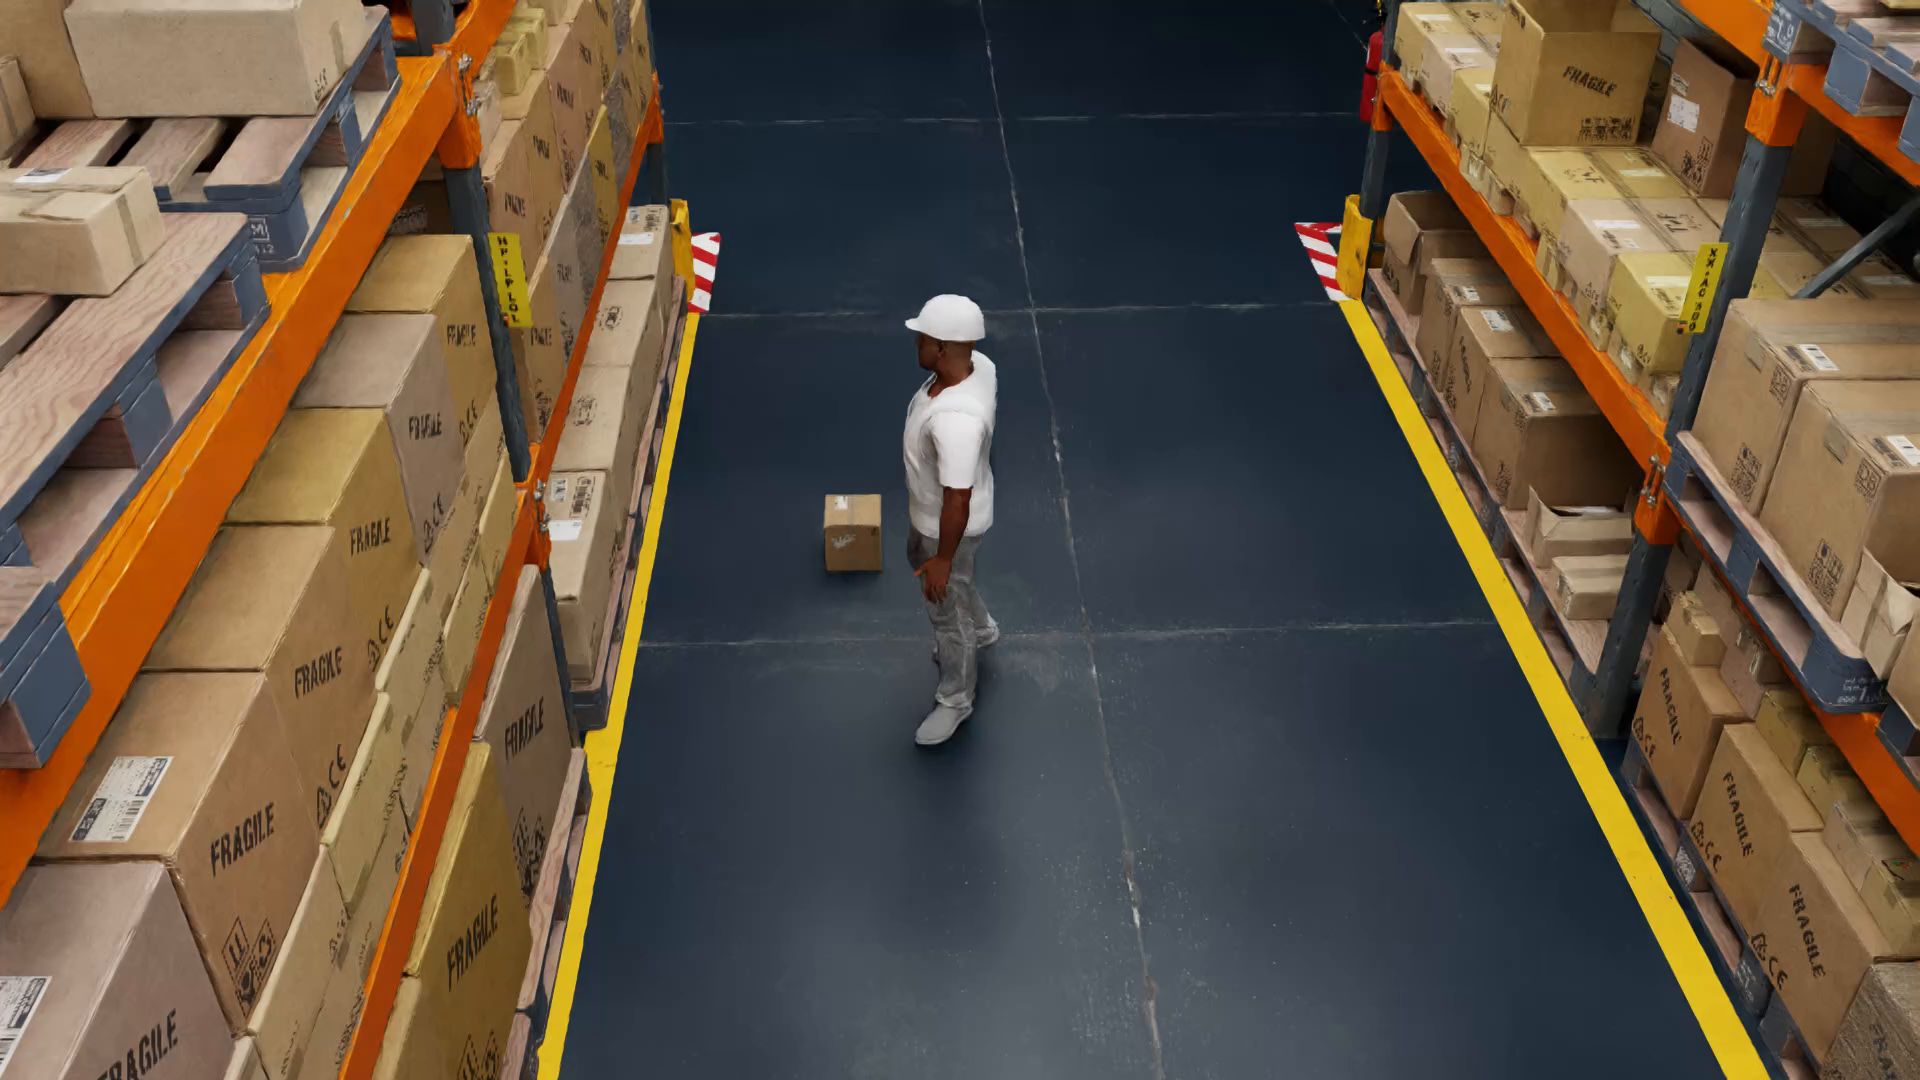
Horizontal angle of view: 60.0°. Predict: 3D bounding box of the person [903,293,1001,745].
[{"bbox_3d":[-0.029,-0.085,6.213,0.378,1.776,0.682,1,35,2],"label":"person"}]
